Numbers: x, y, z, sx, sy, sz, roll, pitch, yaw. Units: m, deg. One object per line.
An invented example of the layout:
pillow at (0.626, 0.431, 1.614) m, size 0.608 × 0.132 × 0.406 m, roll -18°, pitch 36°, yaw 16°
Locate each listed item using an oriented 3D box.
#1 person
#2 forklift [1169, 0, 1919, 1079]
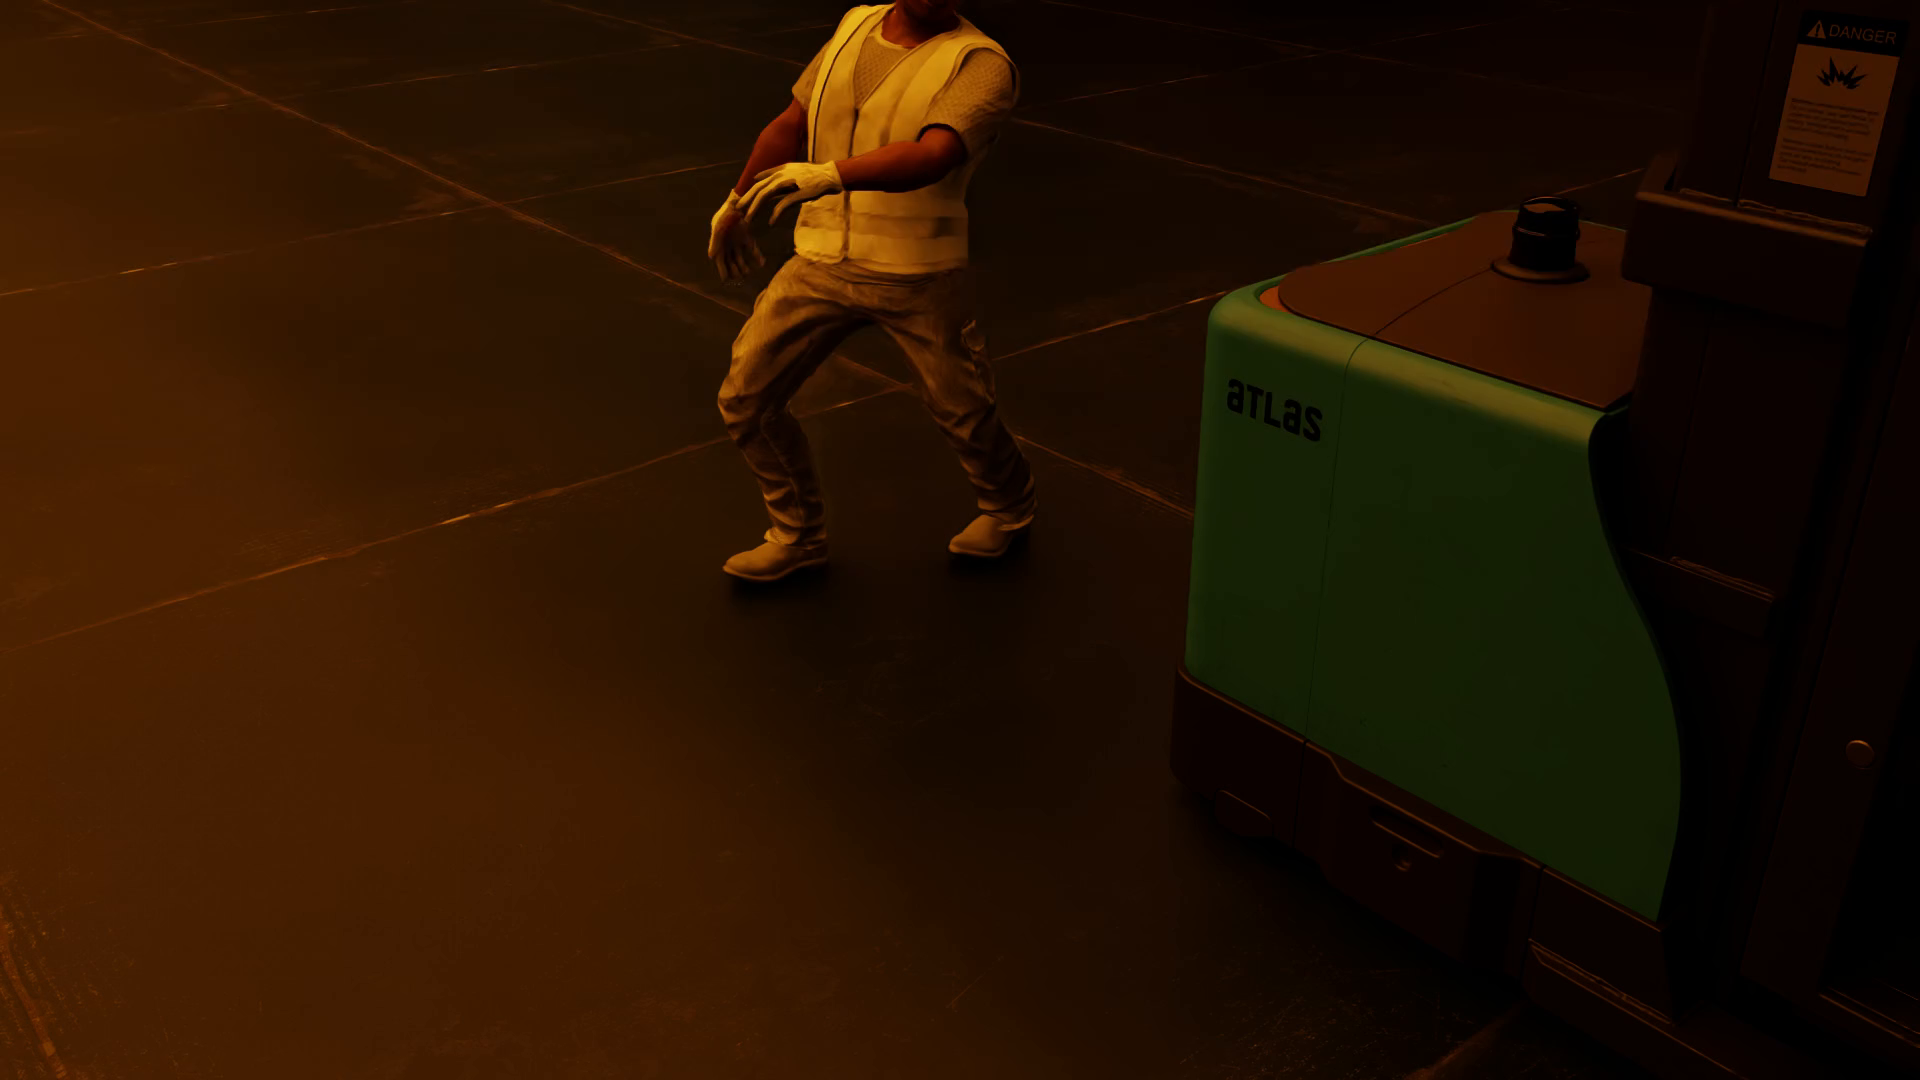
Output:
person at (-0.290, -0.657, 3.956) m, size 0.790 × 1.665 × 0.870 m, roll 12°, pitch 29°, yaw 23°
forklift at (1.770, -0.431, 2.071) m, size 1.130 × 2.935 × 3.031 m, roll -21°, pitch 33°, yaw -36°
